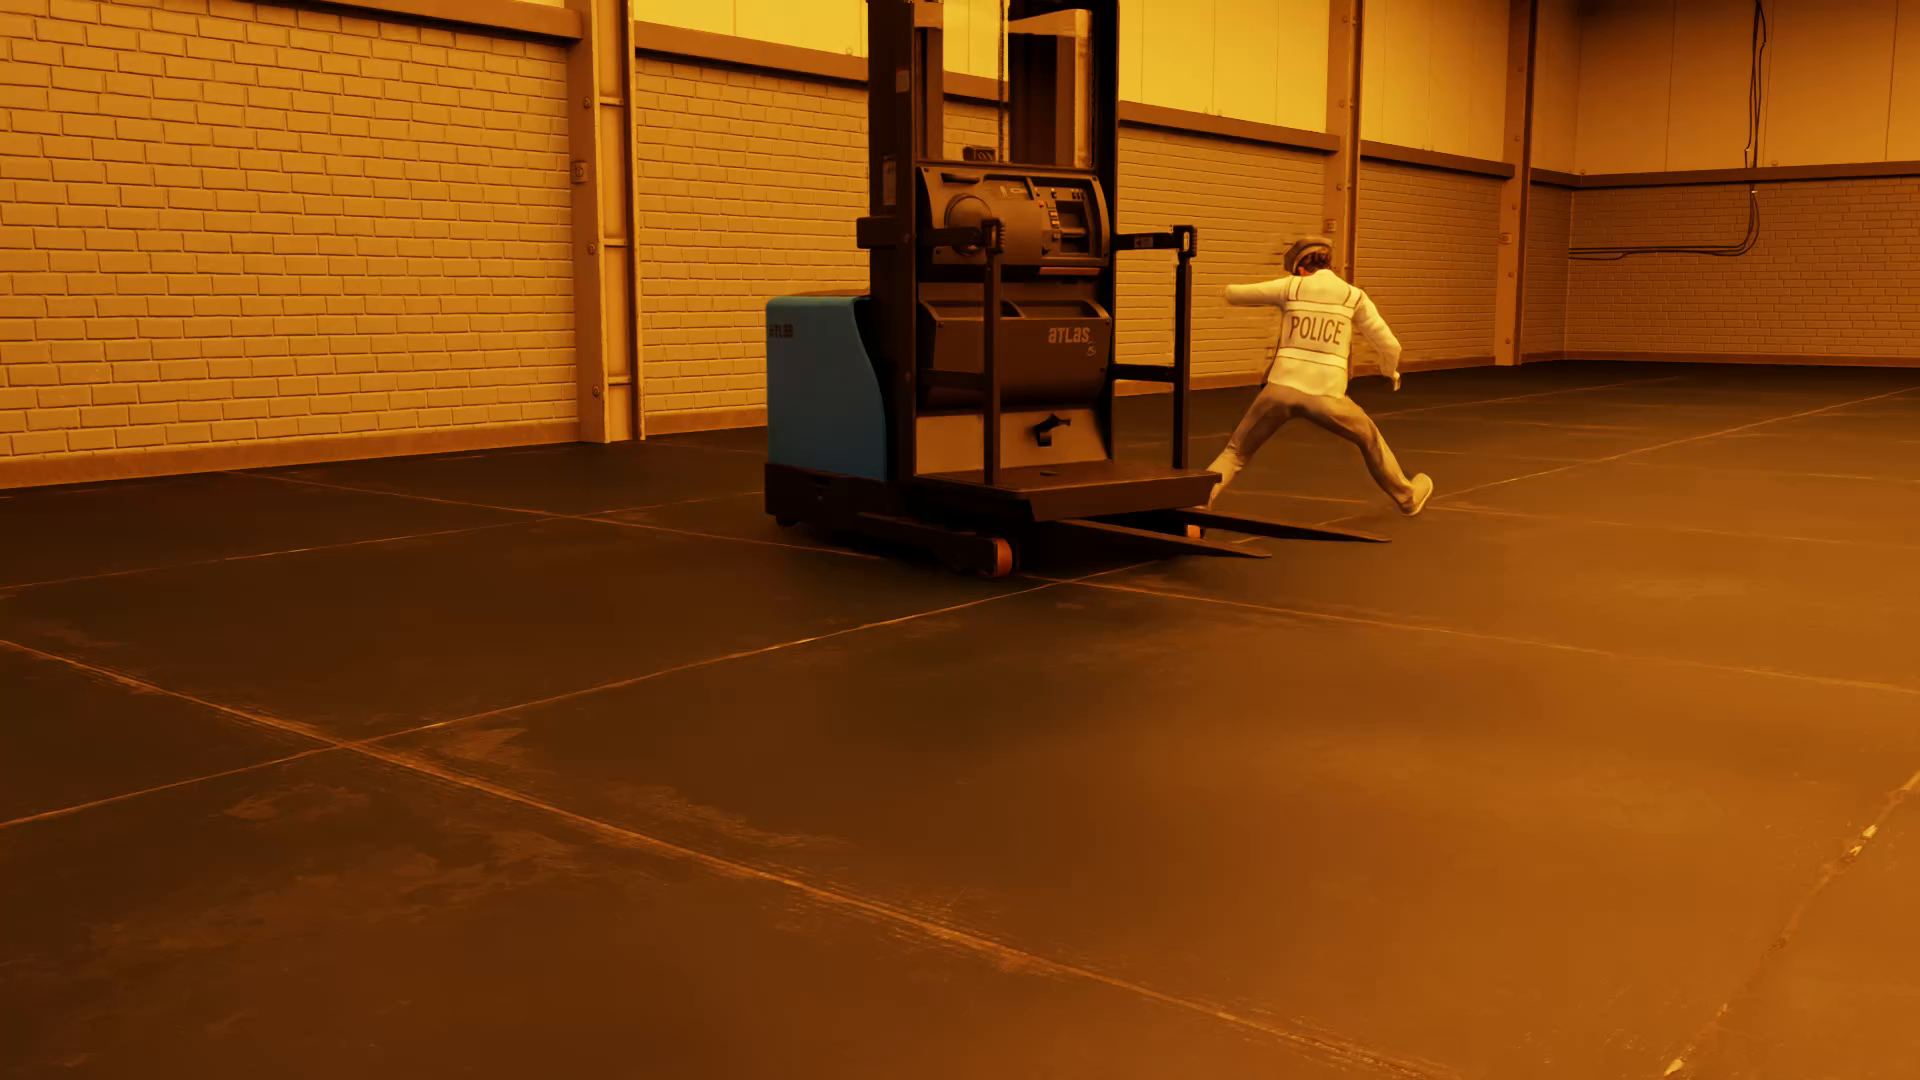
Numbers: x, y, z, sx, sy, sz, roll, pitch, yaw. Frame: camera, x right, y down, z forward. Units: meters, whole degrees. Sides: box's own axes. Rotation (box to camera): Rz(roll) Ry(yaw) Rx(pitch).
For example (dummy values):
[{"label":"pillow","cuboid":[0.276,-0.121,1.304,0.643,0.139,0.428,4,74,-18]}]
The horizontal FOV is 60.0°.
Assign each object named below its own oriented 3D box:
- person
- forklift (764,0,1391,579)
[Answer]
[{"label":"person","cuboid":[1.654,-0.755,7.924,1.187,1.358,0.922,2,9,17]},{"label":"forklift","cuboid":[0.363,-1.379,6.707,1.130,2.935,3.031,-6,10,-36]}]
